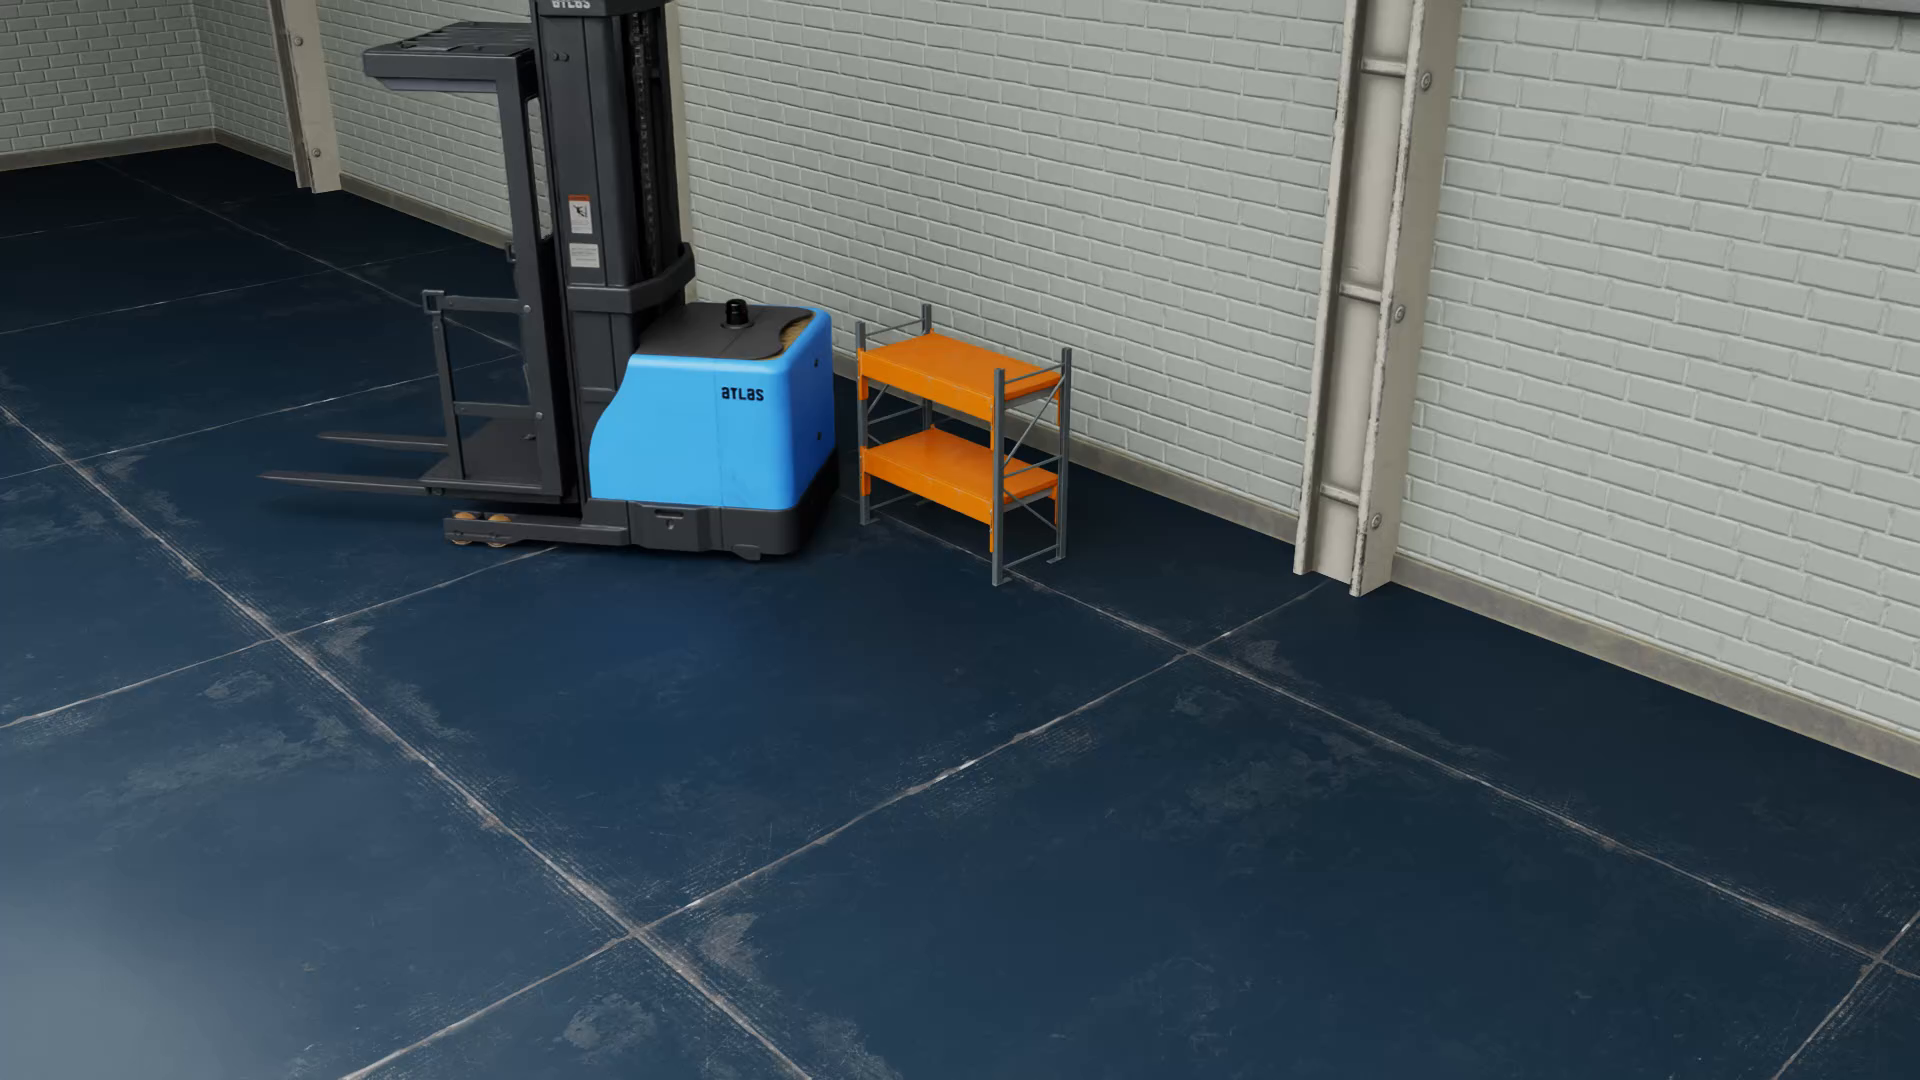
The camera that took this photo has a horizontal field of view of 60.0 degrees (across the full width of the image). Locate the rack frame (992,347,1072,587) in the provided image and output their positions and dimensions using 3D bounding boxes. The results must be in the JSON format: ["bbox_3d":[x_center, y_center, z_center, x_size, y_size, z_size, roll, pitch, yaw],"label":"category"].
[{"bbox_3d":[0.352,-0.356,8.174,0.500,1.125,0.032,-21,32,-38],"label":"rack frame"}]

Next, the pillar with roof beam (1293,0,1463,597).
[{"bbox_3d":[-1.217,-2.696,3.818,9.100,9.000,0.400,-21,32,-38],"label":"pillar with roof beam"}]

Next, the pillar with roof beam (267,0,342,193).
[{"bbox_3d":[-9.419,-6.332,11.787,9.100,9.000,0.400,-21,32,-38],"label":"pillar with roof beam"}]

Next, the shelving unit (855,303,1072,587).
[{"bbox_3d":[0.005,-0.510,8.512,0.538,1.125,1.048,-21,32,-38],"label":"shelving unit"}]

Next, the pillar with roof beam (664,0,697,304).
[{"bbox_3d":[-5.318,-4.514,7.803,9.100,9.000,0.400,-21,32,-38],"label":"pillar with roof beam"}]

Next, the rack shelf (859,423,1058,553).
[{"bbox_3d":[0.005,-0.287,8.614,0.538,0.278,1.000,-21,32,-38],"label":"rack shelf"}]

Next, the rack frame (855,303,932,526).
[{"bbox_3d":[-0.343,-0.664,8.850,0.500,1.125,0.032,-21,32,-38],"label":"rack frame"}]

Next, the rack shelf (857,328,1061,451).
[{"bbox_3d":[0.005,-0.776,8.391,0.538,0.278,1.000,-21,32,-38],"label":"rack shelf"}]

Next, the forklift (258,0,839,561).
[{"bbox_3d":[-2.237,-1.505,8.518,3.031,2.935,1.130,4,25,9],"label":"forklift"}]
